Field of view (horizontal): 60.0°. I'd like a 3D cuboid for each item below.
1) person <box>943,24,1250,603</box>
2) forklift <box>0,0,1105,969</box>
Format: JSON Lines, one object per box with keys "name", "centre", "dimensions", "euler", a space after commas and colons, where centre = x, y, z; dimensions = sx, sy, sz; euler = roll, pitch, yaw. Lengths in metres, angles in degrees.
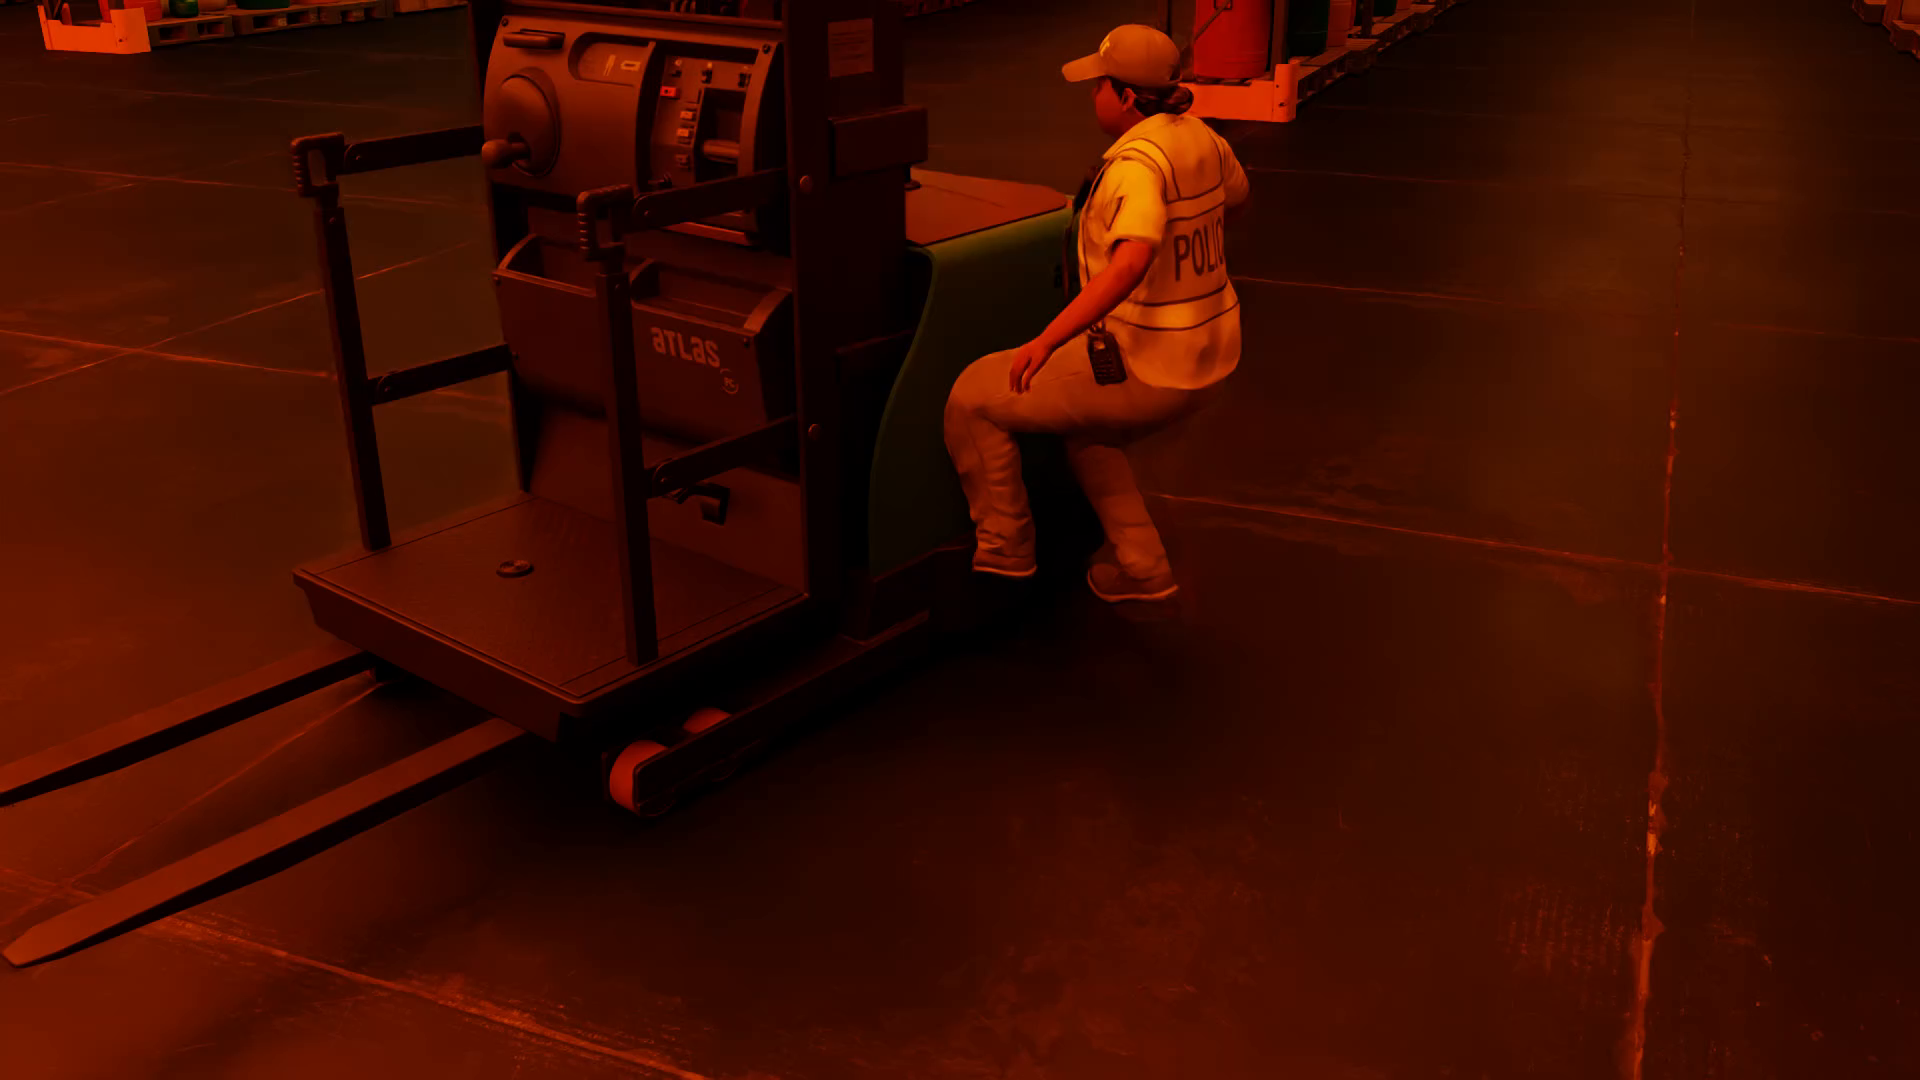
{"name": "person", "centre": [0.334, -0.510, 4.181], "dimensions": [0.676, 1.519, 0.890], "euler": [15, 27, 31]}
{"name": "forklift", "centre": [-0.893, -0.962, 3.595], "dimensions": [1.130, 2.935, 3.031], "euler": [17, 28, 36]}
